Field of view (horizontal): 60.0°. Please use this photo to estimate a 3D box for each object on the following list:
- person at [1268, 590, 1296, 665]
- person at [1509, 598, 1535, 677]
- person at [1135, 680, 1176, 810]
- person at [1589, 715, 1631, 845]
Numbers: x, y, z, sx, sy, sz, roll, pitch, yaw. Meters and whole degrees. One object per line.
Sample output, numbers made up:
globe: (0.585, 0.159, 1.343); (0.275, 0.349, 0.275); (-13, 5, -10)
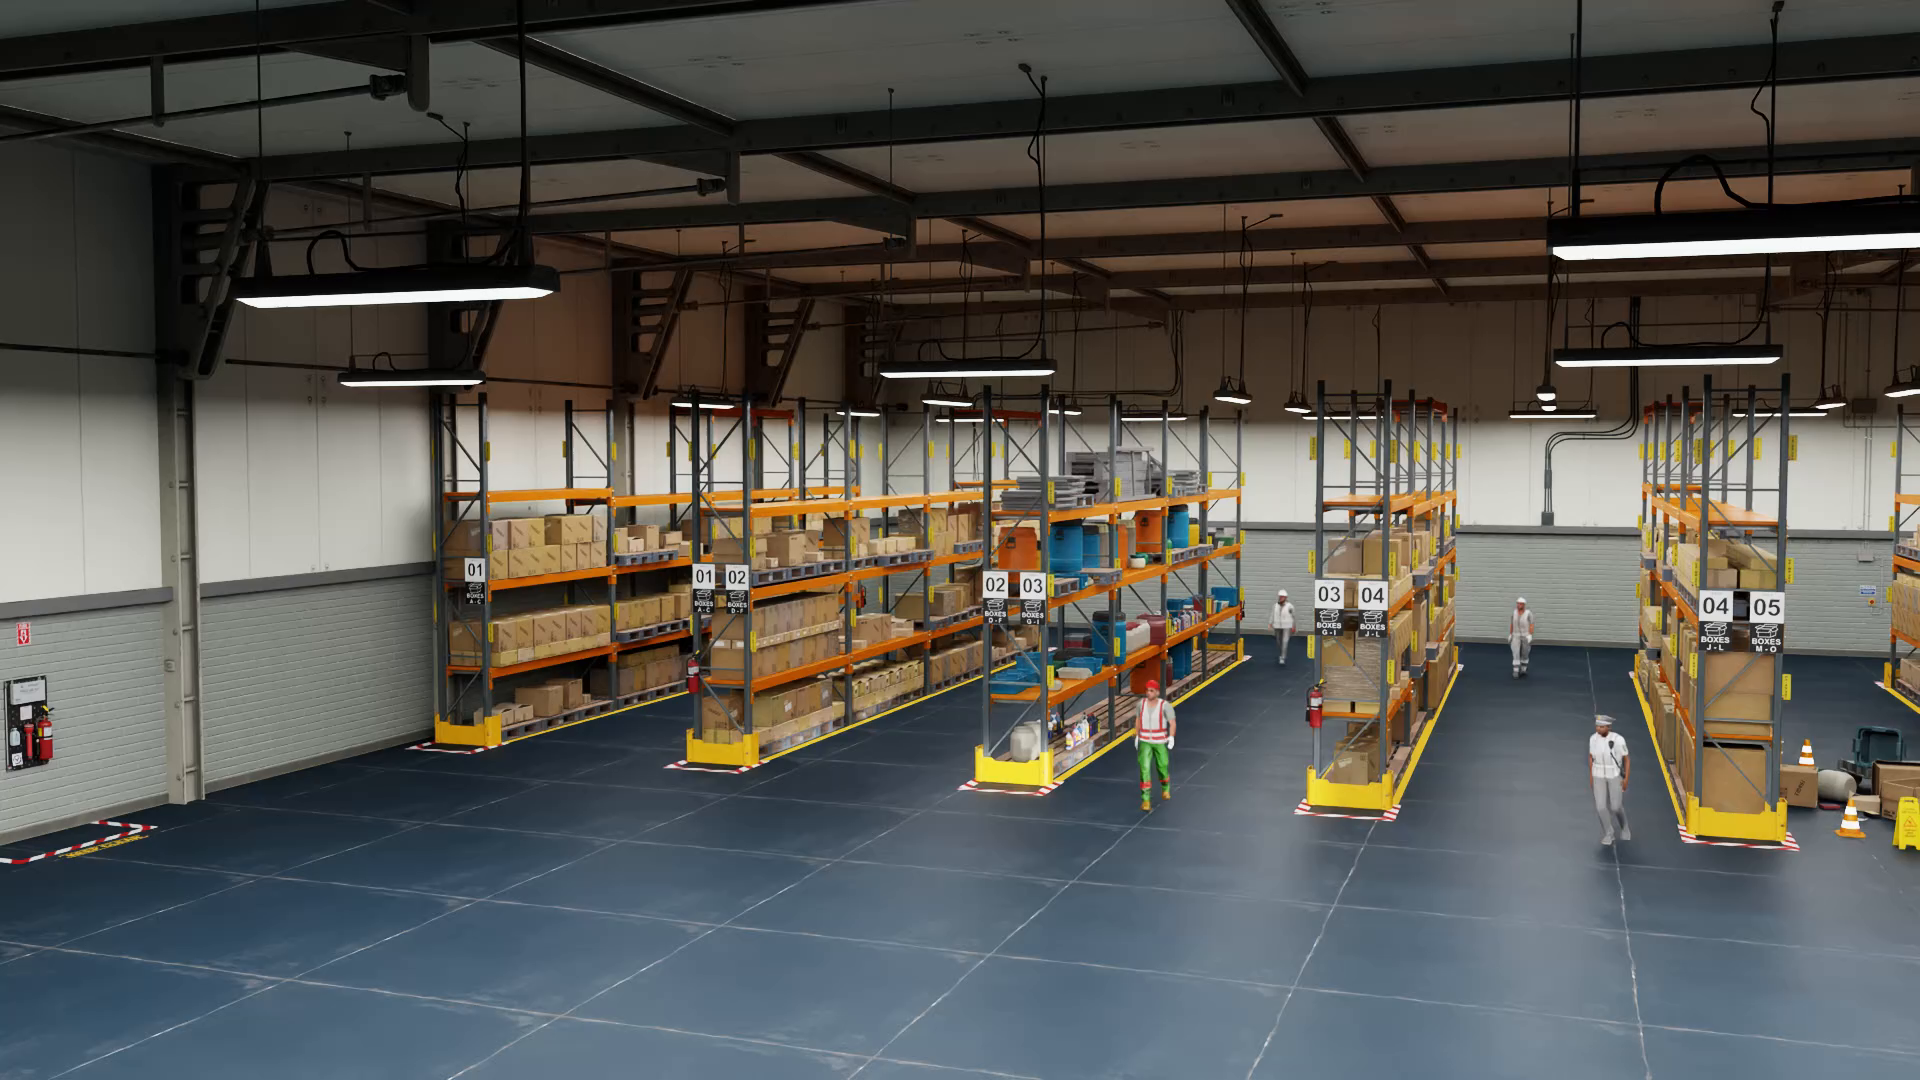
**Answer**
person: (7.581, 2.042, 39.131); (0.618, 1.712, 1.069); (1, 3, 23)
person: (12.446, 2.142, 36.874); (0.554, 1.724, 1.034); (1, 3, 21)
person: (2.753, 2.857, 23.453); (0.645, 1.783, 0.858); (1, 3, 20)
person: (8.325, 3.046, 21.312); (0.522, 1.658, 0.489); (2, 4, 39)
